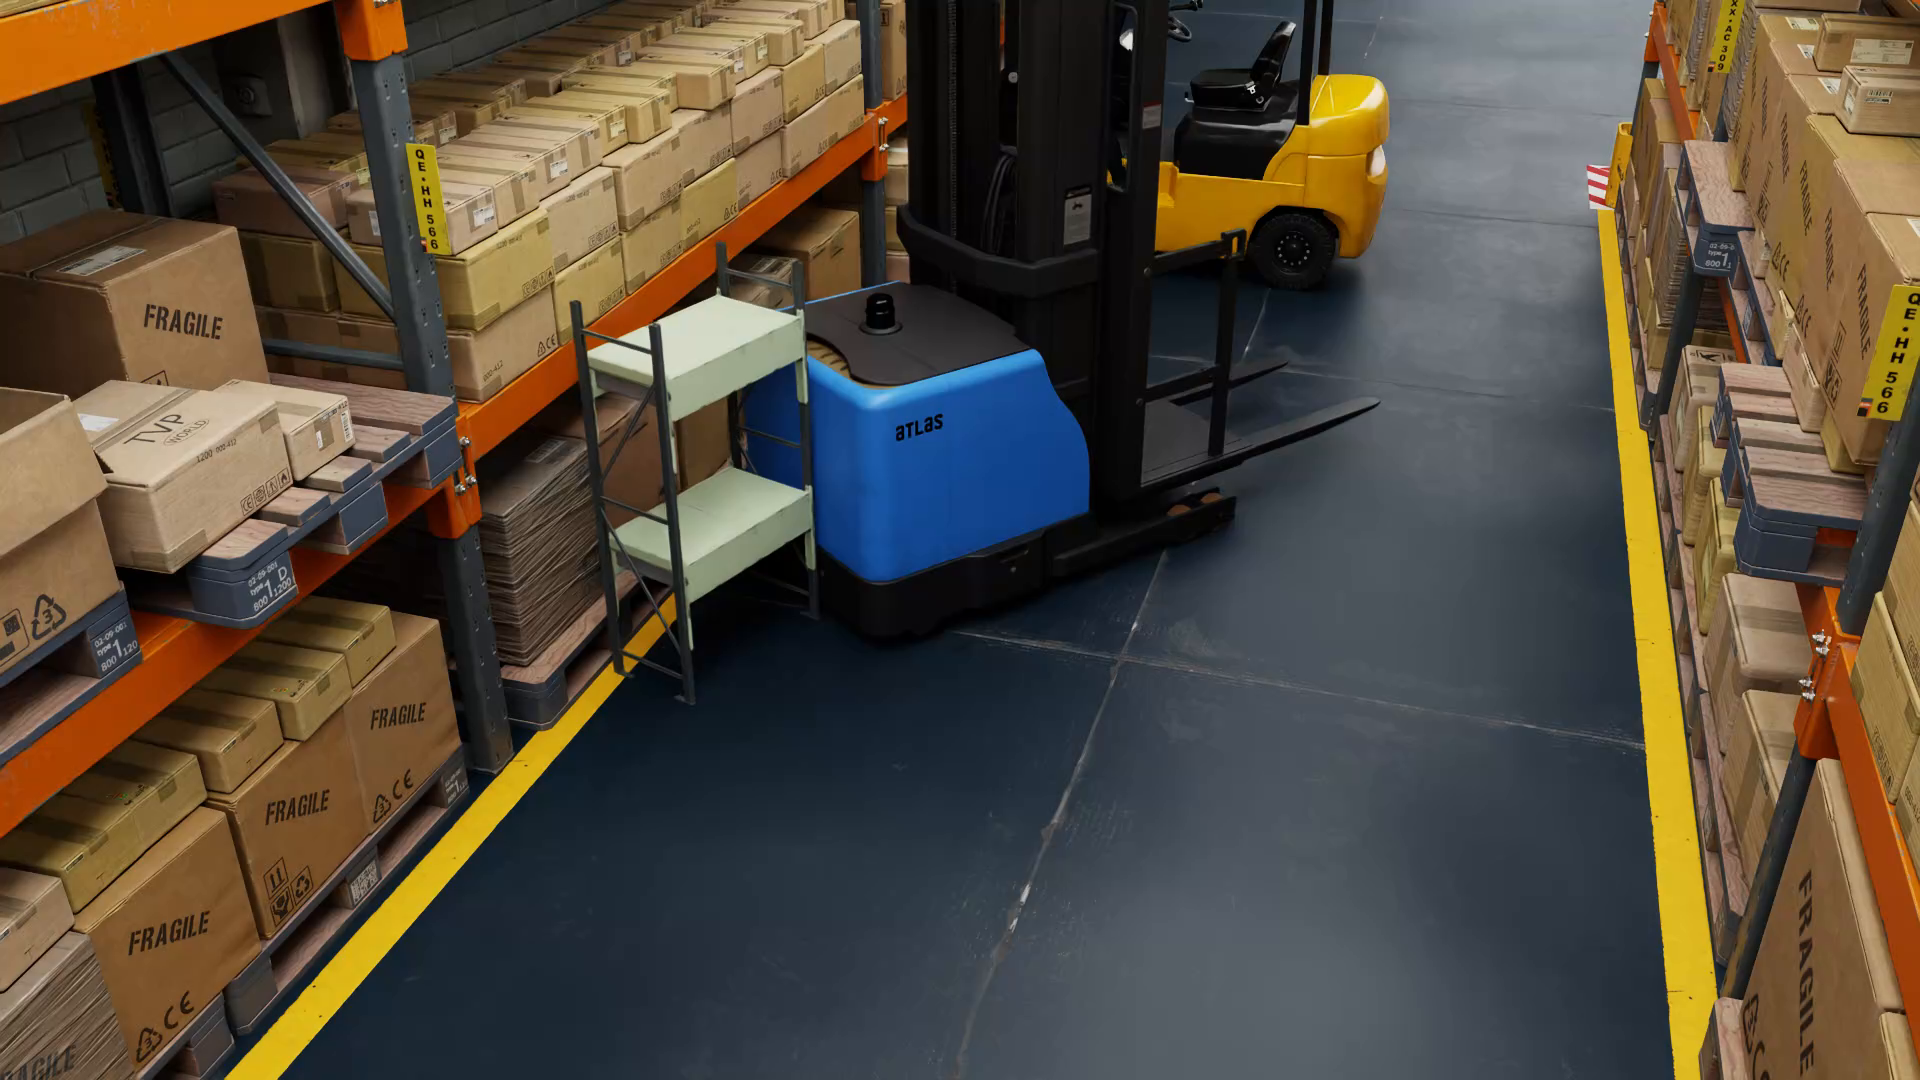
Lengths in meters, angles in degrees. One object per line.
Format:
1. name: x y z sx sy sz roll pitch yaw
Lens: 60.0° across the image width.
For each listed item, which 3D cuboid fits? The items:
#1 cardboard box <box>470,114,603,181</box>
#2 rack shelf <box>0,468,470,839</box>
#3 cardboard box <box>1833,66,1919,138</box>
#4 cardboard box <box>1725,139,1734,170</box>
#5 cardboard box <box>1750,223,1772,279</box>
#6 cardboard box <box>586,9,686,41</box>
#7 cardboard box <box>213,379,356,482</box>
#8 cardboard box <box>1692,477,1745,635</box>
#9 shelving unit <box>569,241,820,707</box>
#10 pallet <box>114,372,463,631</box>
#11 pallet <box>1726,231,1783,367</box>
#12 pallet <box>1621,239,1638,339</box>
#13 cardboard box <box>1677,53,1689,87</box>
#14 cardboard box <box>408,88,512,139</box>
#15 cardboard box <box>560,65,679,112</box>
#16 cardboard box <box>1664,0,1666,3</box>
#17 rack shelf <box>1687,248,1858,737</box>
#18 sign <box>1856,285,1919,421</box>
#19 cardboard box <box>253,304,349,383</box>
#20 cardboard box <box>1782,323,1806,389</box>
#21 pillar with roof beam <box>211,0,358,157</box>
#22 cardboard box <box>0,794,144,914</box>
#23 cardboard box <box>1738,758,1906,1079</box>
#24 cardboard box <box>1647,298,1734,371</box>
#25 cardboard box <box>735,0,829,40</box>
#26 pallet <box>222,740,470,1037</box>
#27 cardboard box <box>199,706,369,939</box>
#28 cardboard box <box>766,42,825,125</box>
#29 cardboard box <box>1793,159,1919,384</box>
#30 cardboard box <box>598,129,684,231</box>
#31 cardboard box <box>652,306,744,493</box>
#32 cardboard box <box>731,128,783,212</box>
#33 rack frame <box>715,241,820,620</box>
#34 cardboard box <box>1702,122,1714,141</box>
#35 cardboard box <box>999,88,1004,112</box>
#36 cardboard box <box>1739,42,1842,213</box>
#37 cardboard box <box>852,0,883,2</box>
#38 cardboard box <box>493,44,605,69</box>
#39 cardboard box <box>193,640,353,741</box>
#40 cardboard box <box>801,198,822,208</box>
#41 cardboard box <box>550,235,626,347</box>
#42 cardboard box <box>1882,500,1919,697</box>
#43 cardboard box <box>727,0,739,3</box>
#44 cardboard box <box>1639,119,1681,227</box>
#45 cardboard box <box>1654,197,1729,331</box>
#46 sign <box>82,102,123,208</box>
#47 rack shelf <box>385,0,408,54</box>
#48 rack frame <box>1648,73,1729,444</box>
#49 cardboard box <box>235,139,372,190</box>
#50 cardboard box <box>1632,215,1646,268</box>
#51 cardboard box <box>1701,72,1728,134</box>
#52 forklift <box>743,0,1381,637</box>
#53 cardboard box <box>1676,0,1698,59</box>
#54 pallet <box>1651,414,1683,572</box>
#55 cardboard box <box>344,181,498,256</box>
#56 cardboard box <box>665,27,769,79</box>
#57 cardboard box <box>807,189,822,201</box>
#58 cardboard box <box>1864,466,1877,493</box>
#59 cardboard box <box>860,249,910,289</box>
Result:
1. cardboard box: -1.500 -1.393 5.898 0.380 0.149 0.250 9 30 15
2. rack shelf: -2.654 0.655 3.727 1.077 0.370 4.000 8 30 15
3. cardboard box: 2.889 -1.324 5.036 0.380 0.149 0.250 7 30 12
4. cardboard box: 3.389 -1.603 6.873 0.380 0.149 0.250 9 30 16
5. cardboard box: 2.979 -1.002 5.791 0.380 0.149 0.250 10 31 17
6. cardboard box: -1.460 -2.287 7.506 0.380 0.149 0.250 8 30 14
7. cardboard box: -1.893 -0.303 4.535 0.380 0.149 0.250 9 30 16
8. cardboard box: 3.291 0.126 6.210 0.950 0.372 0.625 10 30 17
9. shelving unit: -0.941 -0.246 6.148 0.431 1.500 0.755 19 34 30
10. pallet: -2.199 -0.180 4.686 1.213 0.211 1.003 8 30 15
11. pallet: 3.221 -0.724 5.664 1.003 0.211 1.213 8 30 15
12. pallet: 4.372 -1.409 9.565 1.003 0.211 1.213 8 30 15
13. cardboard box: 4.095 -2.536 8.982 0.380 0.149 0.250 9 30 15
14. cardboard box: -1.905 -1.580 6.234 0.380 0.149 0.250 8 30 15
15. cardboard box: -1.340 -1.758 6.555 0.380 0.149 0.250 8 30 15
16. cardboard box: 4.623 -3.593 10.215 0.500 0.500 0.500 8 30 14
17. rack shelf: 3.266 -0.497 5.799 1.077 0.370 4.000 8 30 15
18. sign: 2.157 -0.427 3.822 0.100 0.325 0.005 8 30 15
19. cardboard box: -2.180 -0.769 5.701 0.500 0.250 0.500 8 30 14
20. cardboard box: 2.672 -0.516 4.919 0.380 0.149 0.250 7 30 12
21. pillar with roof beam: 1.569 -3.331 3.981 9.100 9.000 0.400 8 30 15
22. cardboard box: -2.334 0.782 4.231 0.380 0.149 0.250 8 30 14
23. cardboard box: 2.397 1.172 3.812 0.875 0.875 0.875 8 30 14
24. cardboard box: 3.769 -1.036 8.424 0.500 0.250 0.500 10 31 17
25. cardboard box: -0.840 -2.462 7.820 0.380 0.149 0.250 8 30 14
26. pallet: -2.323 0.971 5.287 1.003 0.211 1.213 8 30 15
27. cardboard box: -2.143 0.778 4.905 0.500 0.500 0.500 8 30 14
28. cardboard box: -0.937 -2.096 7.572 0.500 0.250 0.500 8 30 14
29. cardboard box: 2.688 -0.732 4.640 0.500 0.500 0.500 8 30 14
30. cardboard box: -1.385 -1.386 6.297 0.500 0.250 0.500 8 30 14
31. cardboard box: -1.490 -0.640 7.326 0.875 0.625 0.625 7 30 13
32. cardboard box: -1.108 -1.650 7.285 0.500 0.250 0.500 9 30 15
33. rack frame: -0.733 -0.392 6.412 0.400 1.500 0.023 19 34 30
34. cardboard box: 3.656 -1.824 7.702 0.380 0.149 0.250 8 30 14
35. cardboard box: 0.005 -2.759 10.491 0.500 0.250 0.500 8 30 14
36. cardboard box: 3.136 -1.461 5.950 0.500 0.500 0.500 8 30 15
37. cardboard box: -0.548 -2.886 8.581 0.380 0.149 0.250 8 30 14
38. cardboard box: -1.694 -1.940 6.882 0.380 0.149 0.250 9 30 15
39. cardboard box: -2.021 0.433 4.857 0.380 0.149 0.250 7 30 12
40. cardboard box: -0.946 -1.904 9.469 0.500 0.250 0.500 8 30 14
41. cardboard box: -1.551 -0.928 5.986 0.500 0.250 0.500 8 30 14
42. cardboard box: 2.294 0.165 3.508 0.500 0.250 0.500 8 30 15
43. cardboard box: -1.201 -2.642 8.144 0.380 0.149 0.250 8 30 14
44. cardboard box: 4.215 -2.088 9.542 0.500 0.500 0.500 9 30 16
45. cardboard box: 3.770 -1.364 8.242 0.500 0.500 0.500 8 30 14
46. sign: -2.599 -1.173 5.081 0.100 0.325 0.005 8 30 15
47. rack shelf: -1.480 -2.515 6.340 1.077 0.370 4.000 8 30 15
48. rack frame: 3.853 -1.741 7.295 1.000 3.000 0.127 8 30 15
49. cardboard box: -2.195 -1.234 5.612 0.380 0.149 0.250 9 30 16
50. cardboard box: 4.221 -1.755 9.716 0.500 0.250 0.500 11 31 18
51. cardboard box: 3.746 -2.157 7.633 0.500 0.500 0.500 8 30 14
52. forklift: 0.600 -1.457 6.854 3.031 2.935 1.130 -19 34 -31
53. cardboard box: 4.184 -2.878 8.929 0.500 0.500 0.500 8 30 14
54. pallet: 3.626 -0.161 7.322 1.003 0.211 1.213 8 30 15
55. cardboard box: -1.692 -1.022 5.232 0.380 0.149 0.250 9 30 16
56. cardboard box: -1.049 -2.102 7.173 0.380 0.149 0.250 8 30 14
57. cardboard box: -0.934 -2.123 9.349 0.500 0.250 0.500 9 30 16
58. cardboard box: 2.550 -0.142 4.246 0.380 0.149 0.250 10 31 17
59. cardboard box: -0.435 -1.607 9.450 0.500 0.250 0.500 9 30 15
